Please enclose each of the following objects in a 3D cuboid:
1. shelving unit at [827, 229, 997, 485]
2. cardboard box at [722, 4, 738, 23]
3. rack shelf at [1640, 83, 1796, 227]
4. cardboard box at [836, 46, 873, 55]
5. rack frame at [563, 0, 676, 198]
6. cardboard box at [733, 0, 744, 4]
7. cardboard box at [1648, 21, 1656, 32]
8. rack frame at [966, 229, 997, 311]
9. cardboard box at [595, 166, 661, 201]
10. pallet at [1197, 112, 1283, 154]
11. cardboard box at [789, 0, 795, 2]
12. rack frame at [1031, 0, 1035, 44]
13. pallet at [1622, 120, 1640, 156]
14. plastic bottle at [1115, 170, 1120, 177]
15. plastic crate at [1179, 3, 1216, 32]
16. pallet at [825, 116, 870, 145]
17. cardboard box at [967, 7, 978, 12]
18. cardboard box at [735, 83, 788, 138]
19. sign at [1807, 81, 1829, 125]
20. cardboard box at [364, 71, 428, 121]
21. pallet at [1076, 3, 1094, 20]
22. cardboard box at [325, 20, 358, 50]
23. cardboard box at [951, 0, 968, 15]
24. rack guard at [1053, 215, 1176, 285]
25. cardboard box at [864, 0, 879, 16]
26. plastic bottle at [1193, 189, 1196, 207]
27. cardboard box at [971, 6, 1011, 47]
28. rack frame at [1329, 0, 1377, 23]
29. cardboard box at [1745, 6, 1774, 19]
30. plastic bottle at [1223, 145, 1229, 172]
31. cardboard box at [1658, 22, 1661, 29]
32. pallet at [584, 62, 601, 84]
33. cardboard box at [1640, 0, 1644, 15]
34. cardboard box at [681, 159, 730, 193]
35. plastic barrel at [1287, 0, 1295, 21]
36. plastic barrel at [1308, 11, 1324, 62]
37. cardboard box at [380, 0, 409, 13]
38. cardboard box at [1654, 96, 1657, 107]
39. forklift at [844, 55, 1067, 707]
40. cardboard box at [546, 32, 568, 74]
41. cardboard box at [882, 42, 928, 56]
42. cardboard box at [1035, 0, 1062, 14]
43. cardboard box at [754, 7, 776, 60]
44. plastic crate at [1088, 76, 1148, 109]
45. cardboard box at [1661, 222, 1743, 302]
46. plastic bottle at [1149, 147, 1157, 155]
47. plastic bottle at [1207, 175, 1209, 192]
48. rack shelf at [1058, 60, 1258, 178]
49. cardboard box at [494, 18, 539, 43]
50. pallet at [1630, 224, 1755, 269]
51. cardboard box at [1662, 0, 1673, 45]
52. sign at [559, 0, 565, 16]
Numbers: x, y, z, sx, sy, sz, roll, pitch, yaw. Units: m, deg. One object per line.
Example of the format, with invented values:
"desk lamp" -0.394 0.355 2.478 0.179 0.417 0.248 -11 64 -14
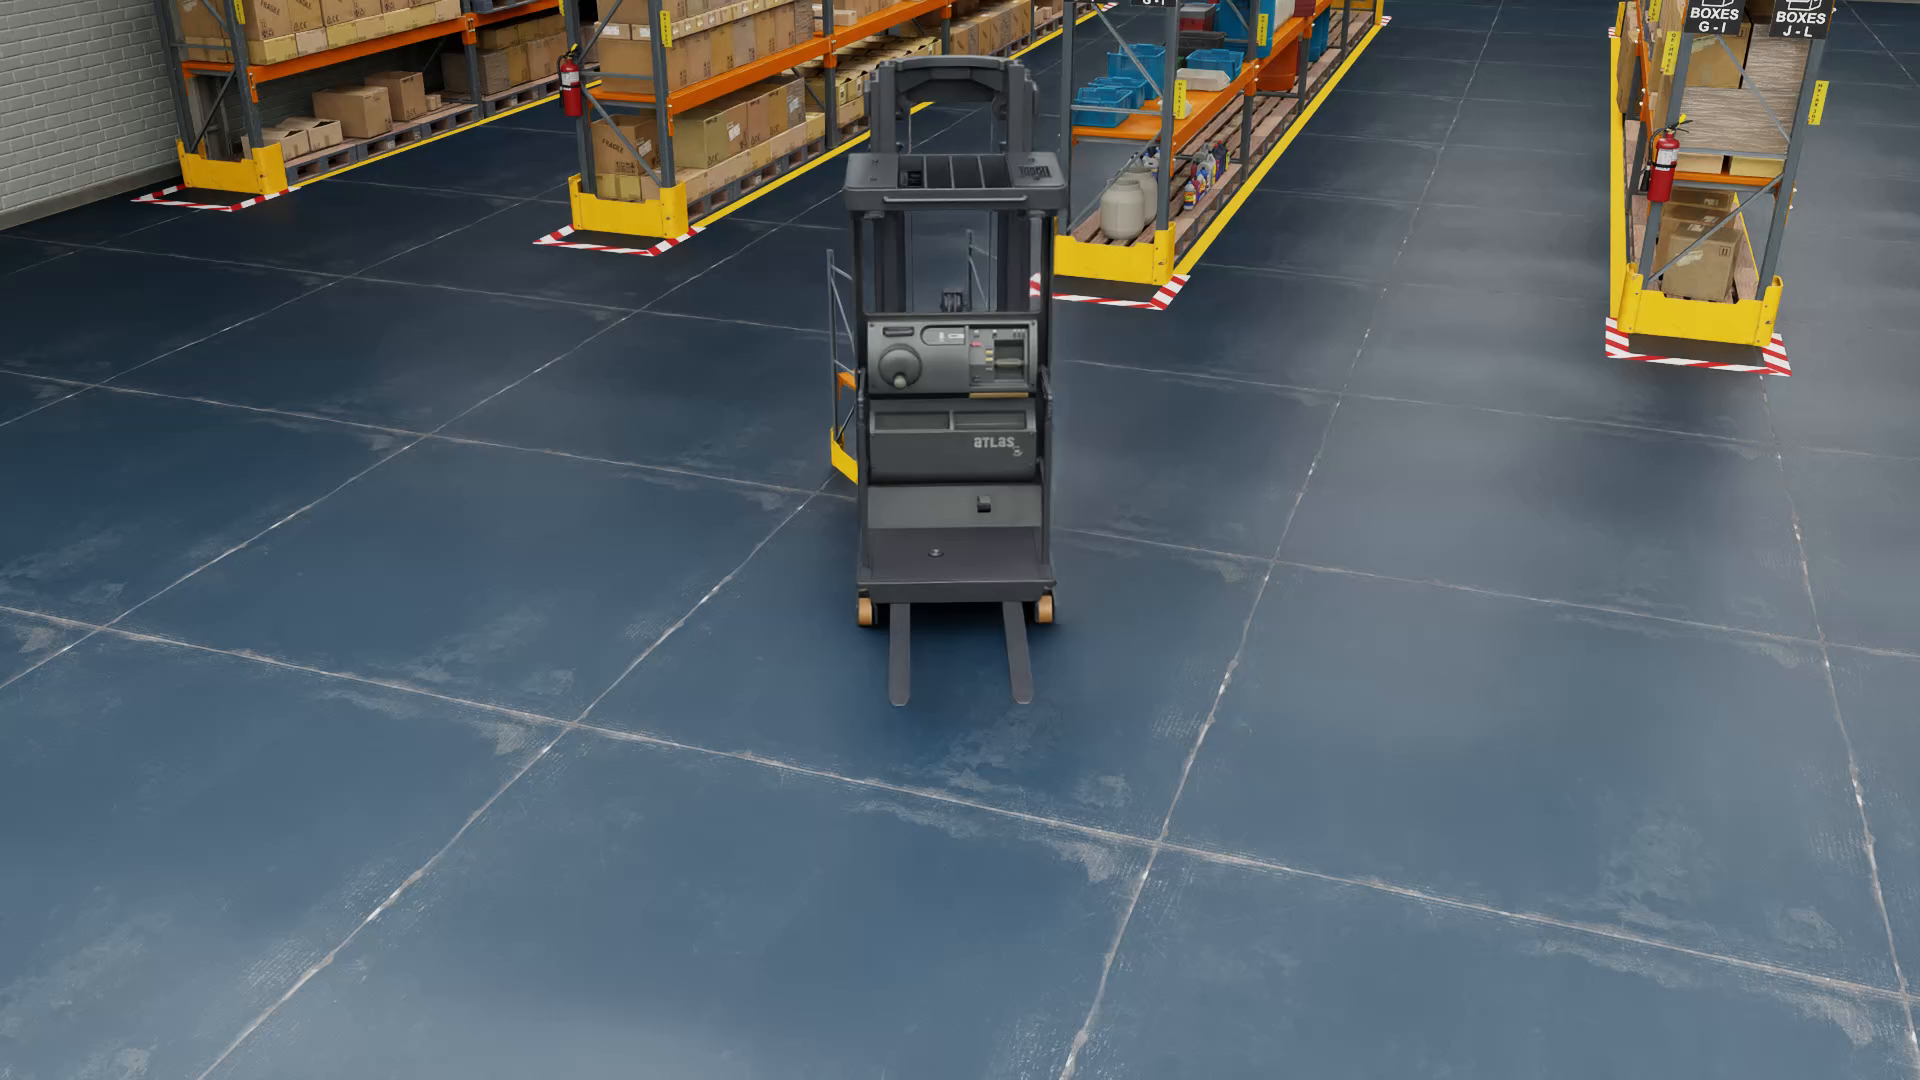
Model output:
"shelving unit" -0.268 -1.200 11.007 1.083 1.500 0.587 -13 29 -25
"cardboard box" -2.533 -5.471 17.248 0.380 0.149 0.250 8 27 17
"rack shelf" 6.713 -3.534 14.933 1.077 0.370 4.000 9 27 17
"cardboard box" -1.421 -6.367 21.988 0.500 0.311 0.500 8 27 16
"rack frame" -3.293 -4.474 16.049 1.000 3.000 0.127 9 27 17
"cardboard box" -2.605 -5.945 17.483 0.700 0.500 0.500 9 27 17
"cardboard box" 7.935 -5.790 18.457 0.500 0.250 0.500 8 27 16
"rack frame" 0.171 -1.303 11.221 0.032 1.500 0.500 -13 29 -25
"cardboard box" -3.394 -3.689 17.101 0.500 0.250 0.500 9 27 17
"pallet" 3.337 -4.975 20.282 1.003 0.211 1.213 9 27 17
"cardboard box" -2.020 -6.103 18.554 0.380 0.149 0.250 8 27 16
"rack frame" 0.700 -9.406 26.234 1.000 3.000 0.127 9 27 17
"pallet" 8.448 -4.748 19.814 1.003 0.211 1.213 9 27 17
"plastic bottle" 1.596 -3.599 16.853 0.061 0.283 0.133 9 27 19
"plastic crate" 2.580 -5.671 18.446 0.402 0.464 0.583 9 27 17
"pallet" -1.754 -5.172 20.689 1.003 0.211 1.213 9 27 17
"cardboard box" -0.031 -7.890 25.468 0.500 0.500 0.500 9 27 18
"cardboard box" -2.251 -4.775 18.483 0.500 0.500 0.500 9 27 17
"sign" 6.559 -3.347 12.728 0.100 0.325 0.005 9 27 17
"cardboard box" -6.943 -5.476 20.481 0.500 0.500 0.500 7 27 14
"pallet" 1.741 -9.435 29.496 1.003 0.211 1.213 9 27 17
"cardboard box" -7.170 -5.711 18.753 0.500 0.250 0.500 8 27 17
"cardboard box" -0.190 -8.036 24.908 0.500 0.250 0.500 8 27 16
"rack guard" 1.357 -2.668 15.186 1.175 0.500 0.348 9 27 17
"cardboard box" -1.349 -6.899 20.942 0.500 0.500 0.500 9 27 18
"plastic bottle" 2.308 -3.436 16.610 0.097 0.201 0.097 0 26 0
"cardboard box" 0.466 -7.827 25.336 0.500 0.500 0.500 9 27 18
"rack frame" 6.701 -10.330 28.143 1.000 3.000 0.127 9 27 17
"cardboard box" 6.660 -4.056 13.582 0.500 0.500 0.500 9 27 17
"plastic bottle" 2.858 -4.128 17.947 0.061 0.283 0.133 10 28 20
"cardboard box" 7.170 -4.683 16.024 0.875 0.500 0.500 9 27 17
"pallet" -5.565 -6.903 24.265 1.003 0.211 1.213 9 27 17
"cardboard box" 8.811 -6.812 20.762 0.500 0.500 0.500 9 27 17
"cardboard box" -2.742 -3.820 17.371 0.500 0.250 0.500 9 27 17
"plastic barrel" 3.898 -6.639 20.391 0.421 0.512 0.421 0 26 0
"plastic barrel" 4.937 -7.418 24.056 0.600 0.901 0.708 9 27 17
"cardboard box" -6.839 -6.464 19.446 0.500 0.500 0.500 8 27 16
"cardboard box" 6.630 -4.005 15.368 0.380 0.149 0.250 9 27 17
"forklift" -0.033 -0.978 8.907 1.130 2.935 3.031 -1 26 -1
"cardboard box" -5.914 -6.845 23.309 0.700 0.500 0.500 9 27 17
"cardboard box" -0.740 -6.500 22.264 0.500 0.311 0.500 8 27 17
"cardboard box" 1.320 -9.253 28.279 0.797 0.503 0.637 9 27 17
"cardboard box" -2.444 -5.557 18.170 0.700 0.500 0.500 9 27 18
"plastic crate" 1.482 -4.203 15.659 0.499 0.251 0.408 9 27 17
"cardboard box" 6.271 -2.355 14.057 0.500 0.500 0.500 14 29 27
"plastic bottle" 2.048 -4.133 17.878 0.144 0.351 0.185 10 27 19
"plastic bottle" 2.522 -3.700 17.156 0.097 0.201 0.097 0 26 0
"rack shelf" 2.042 -4.253 16.417 1.077 0.370 4.000 9 27 17
"cardboard box" -6.093 -6.946 22.658 0.500 0.250 0.500 8 27 16
"pallet" 6.784 -2.641 15.462 1.003 0.211 1.213 9 27 17
"cardboard box" 6.657 -4.750 15.015 0.500 0.500 0.500 9 27 17
"sign" -3.800 -5.187 15.920 0.100 0.325 0.005 9 27 17
